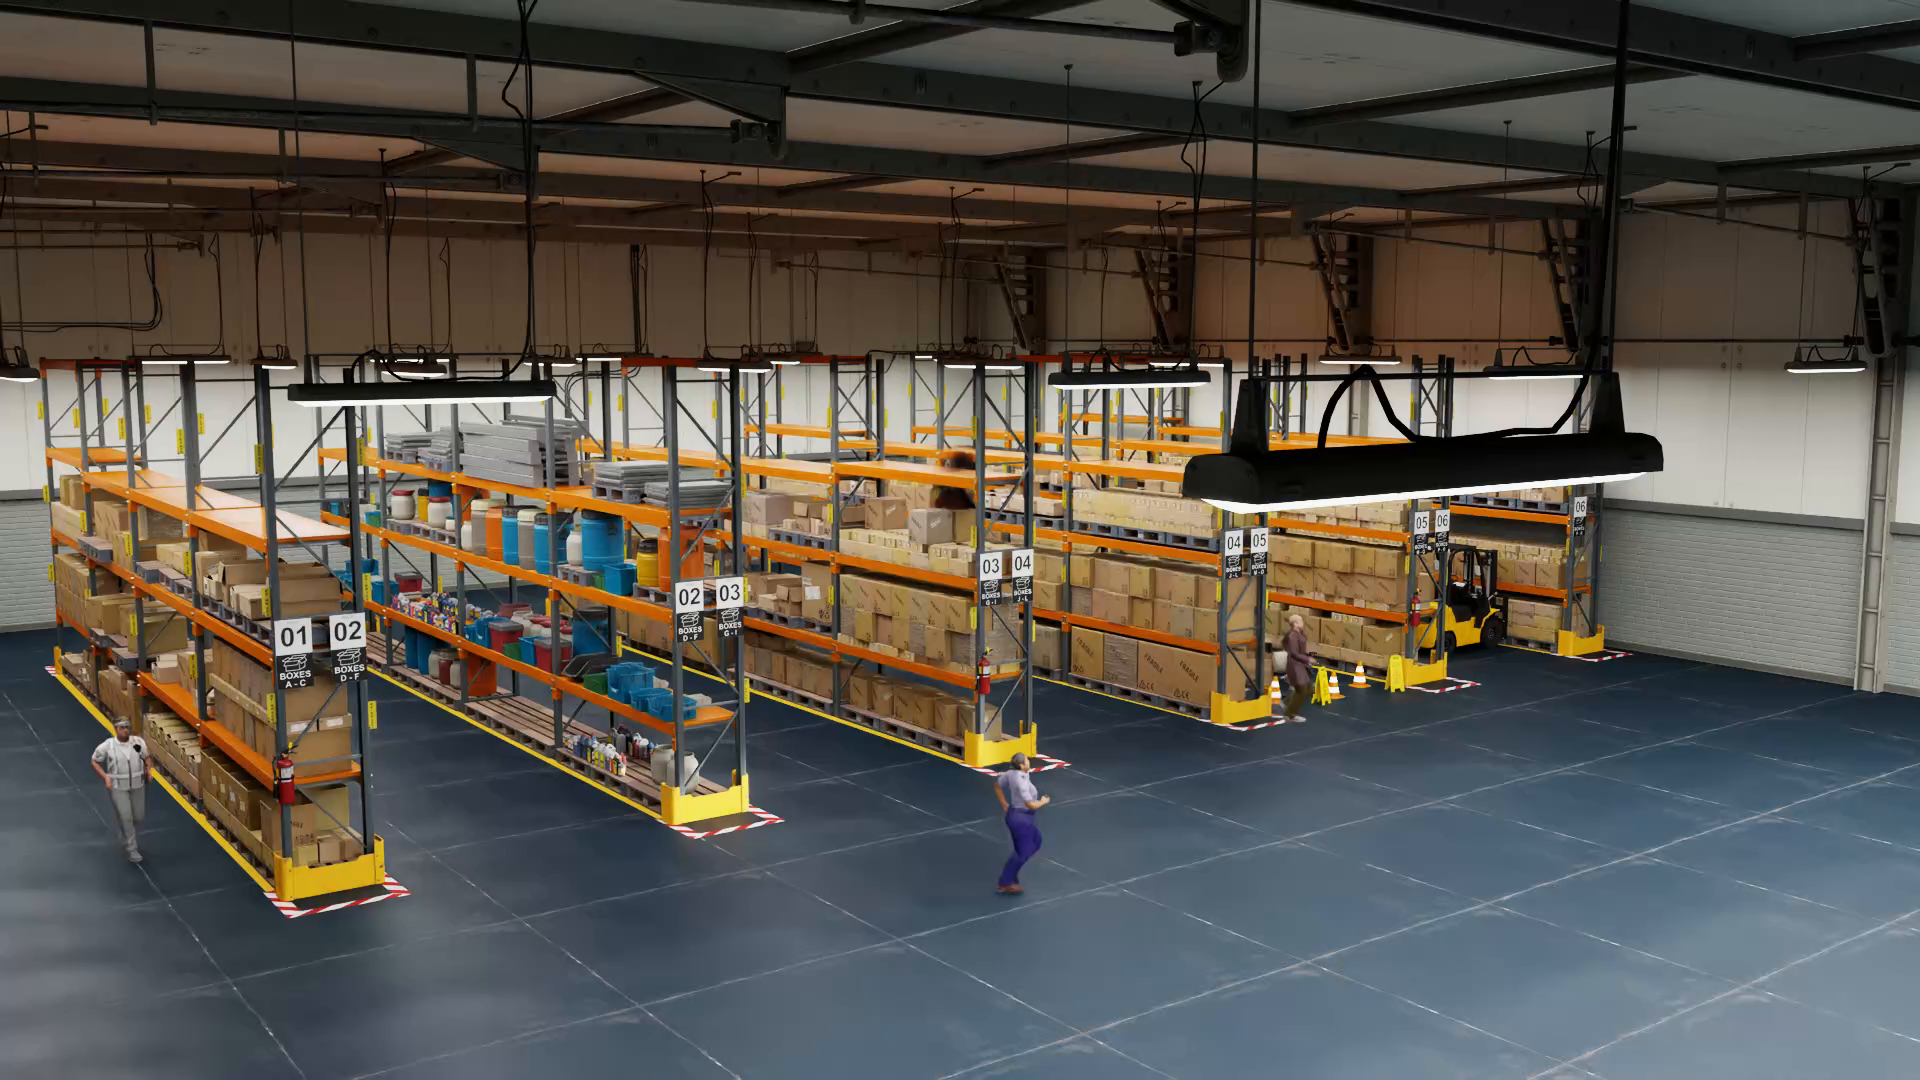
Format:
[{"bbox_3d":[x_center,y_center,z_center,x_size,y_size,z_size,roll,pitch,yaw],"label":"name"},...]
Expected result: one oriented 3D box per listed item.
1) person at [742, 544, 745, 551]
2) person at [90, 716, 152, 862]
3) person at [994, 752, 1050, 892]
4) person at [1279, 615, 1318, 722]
[{"bbox_3d":[-5.469,0.558,41.533,0.598,1.607,0.498,4,8,31],"label":"person"},{"bbox_3d":[-10.292,3.022,20.485,0.663,1.775,0.833,-7,9,-44],"label":"person"},{"bbox_3d":[0.725,3.235,19.139,0.648,1.613,0.601,-2,7,-13],"label":"person"},{"bbox_3d":[5.361,2.035,26.334,0.613,1.734,0.726,2,7,15],"label":"person"}]
